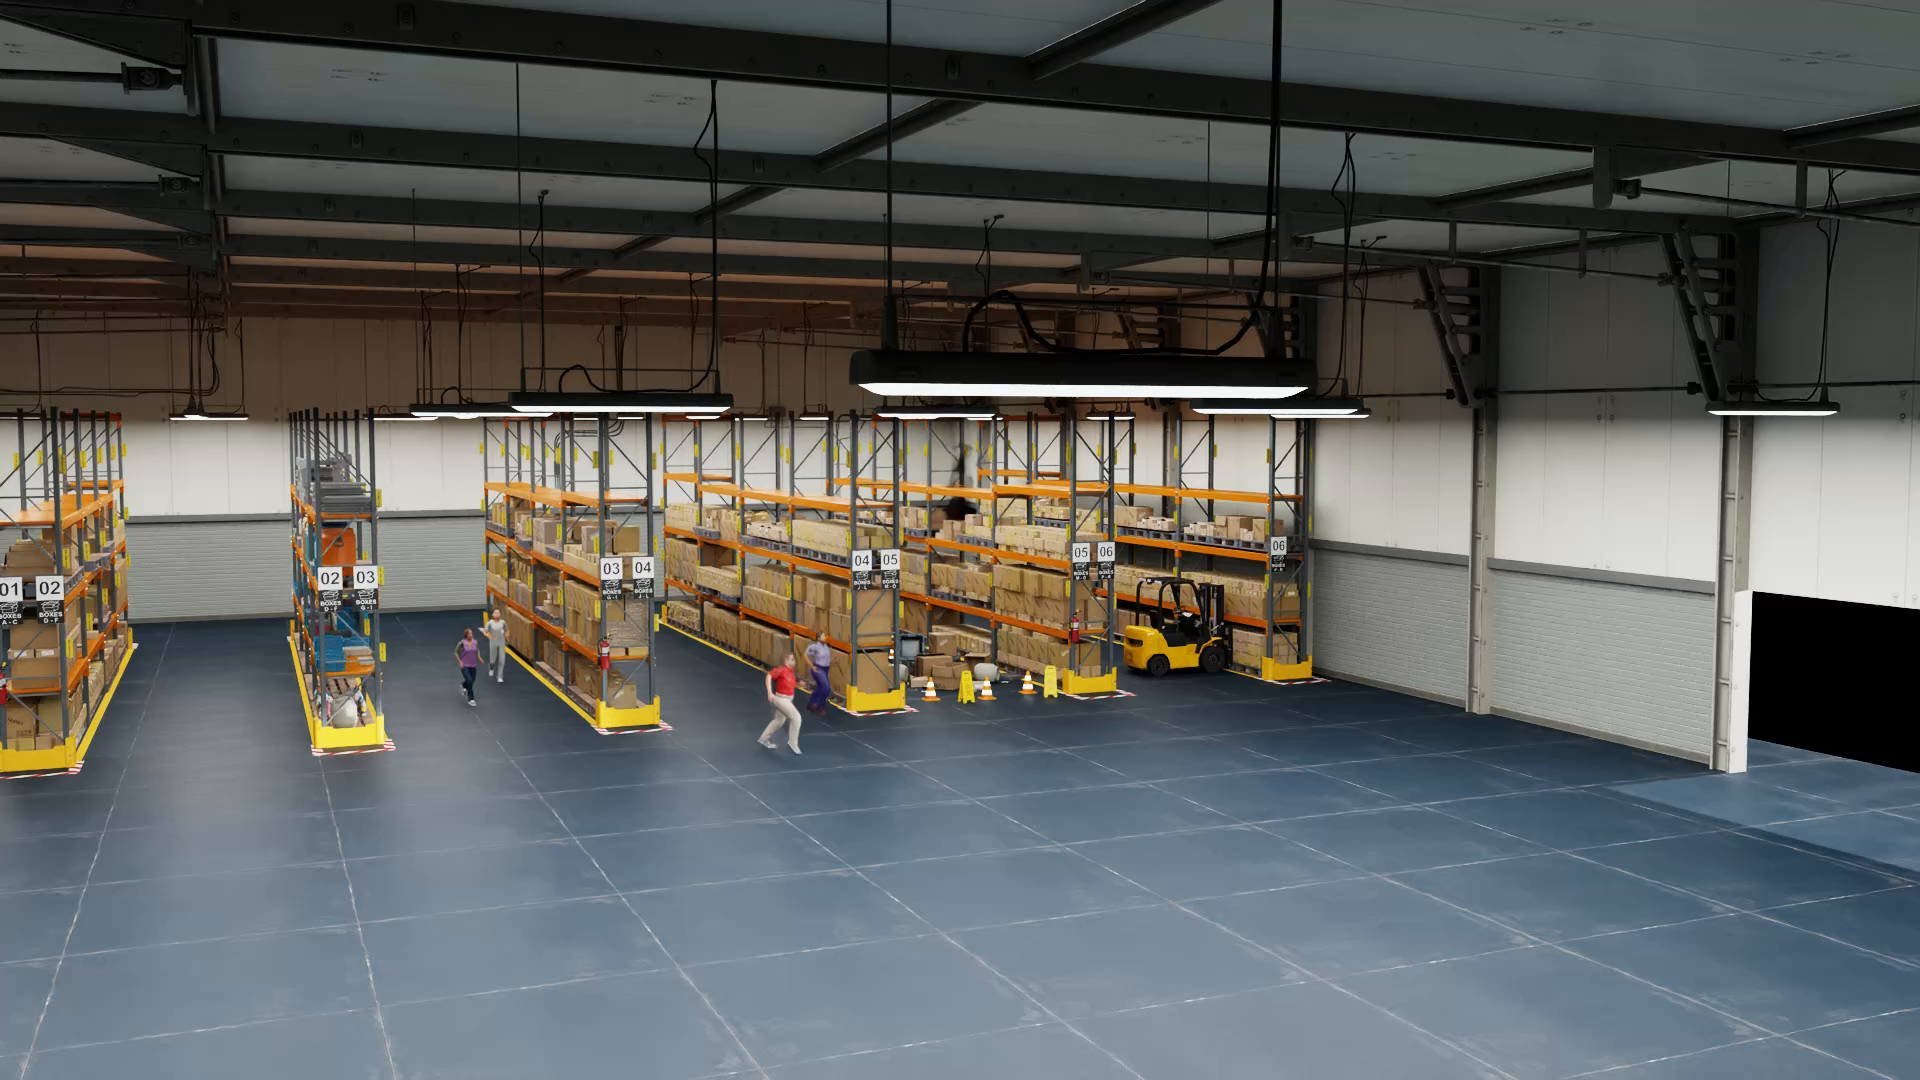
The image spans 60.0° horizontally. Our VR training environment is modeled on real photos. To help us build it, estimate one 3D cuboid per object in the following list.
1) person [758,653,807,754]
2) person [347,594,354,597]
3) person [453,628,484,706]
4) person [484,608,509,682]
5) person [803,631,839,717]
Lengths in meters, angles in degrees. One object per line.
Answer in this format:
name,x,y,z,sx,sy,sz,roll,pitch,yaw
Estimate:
person,-3.095,2.854,28.928,0.870,1.782,0.687,1,4,9
person,-17.143,1.577,46.980,0.578,1.730,0.659,0,4,0
person,-10.085,2.574,33.967,0.526,1.572,0.744,-4,5,-42
person,-10.268,2.322,36.906,0.573,1.628,0.758,-2,4,-27
person,-2.724,2.633,32.626,0.711,1.693,0.581,2,4,24
